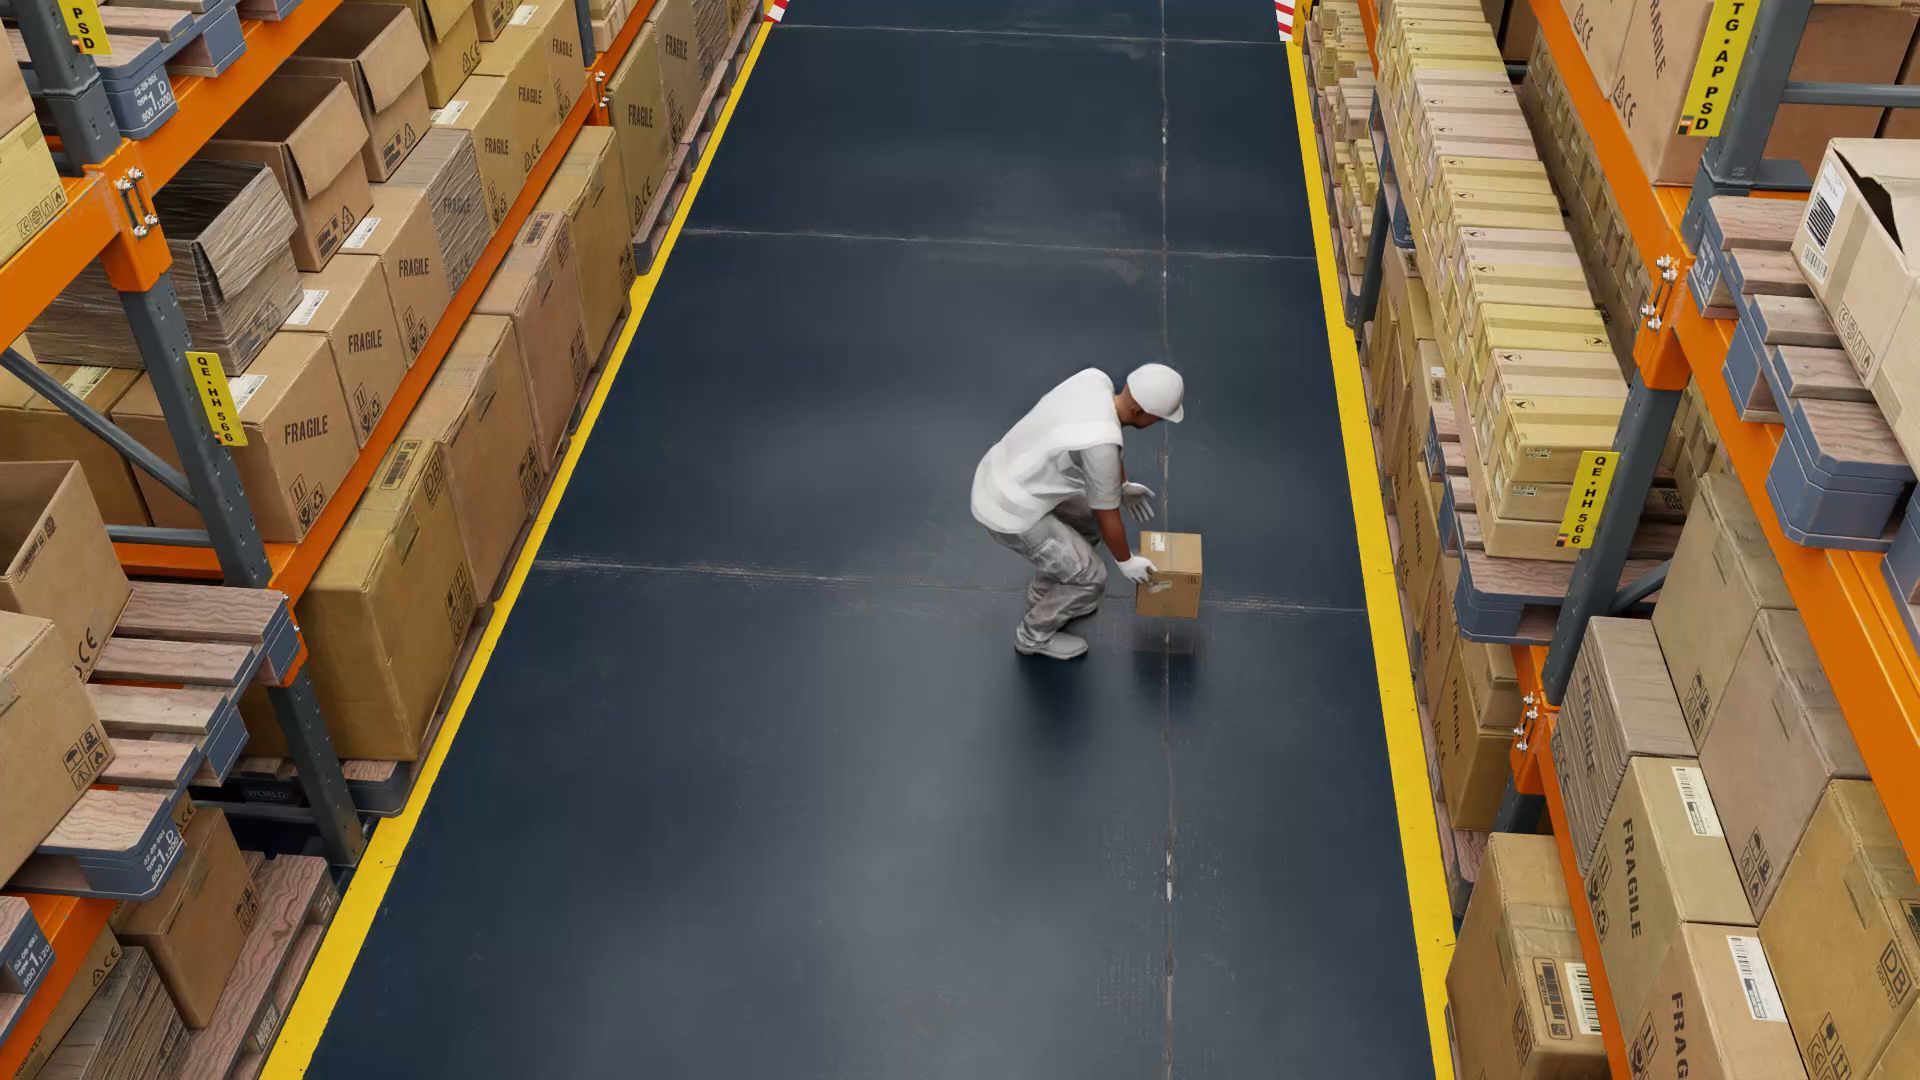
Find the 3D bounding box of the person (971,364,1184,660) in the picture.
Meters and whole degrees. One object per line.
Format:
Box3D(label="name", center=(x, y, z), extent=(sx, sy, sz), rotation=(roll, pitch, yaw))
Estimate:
Box3D(label="person", center=(0.454, -0.158, 6.692), extent=(0.813, 1.322, 0.612), rotation=(3, 40, 4))
